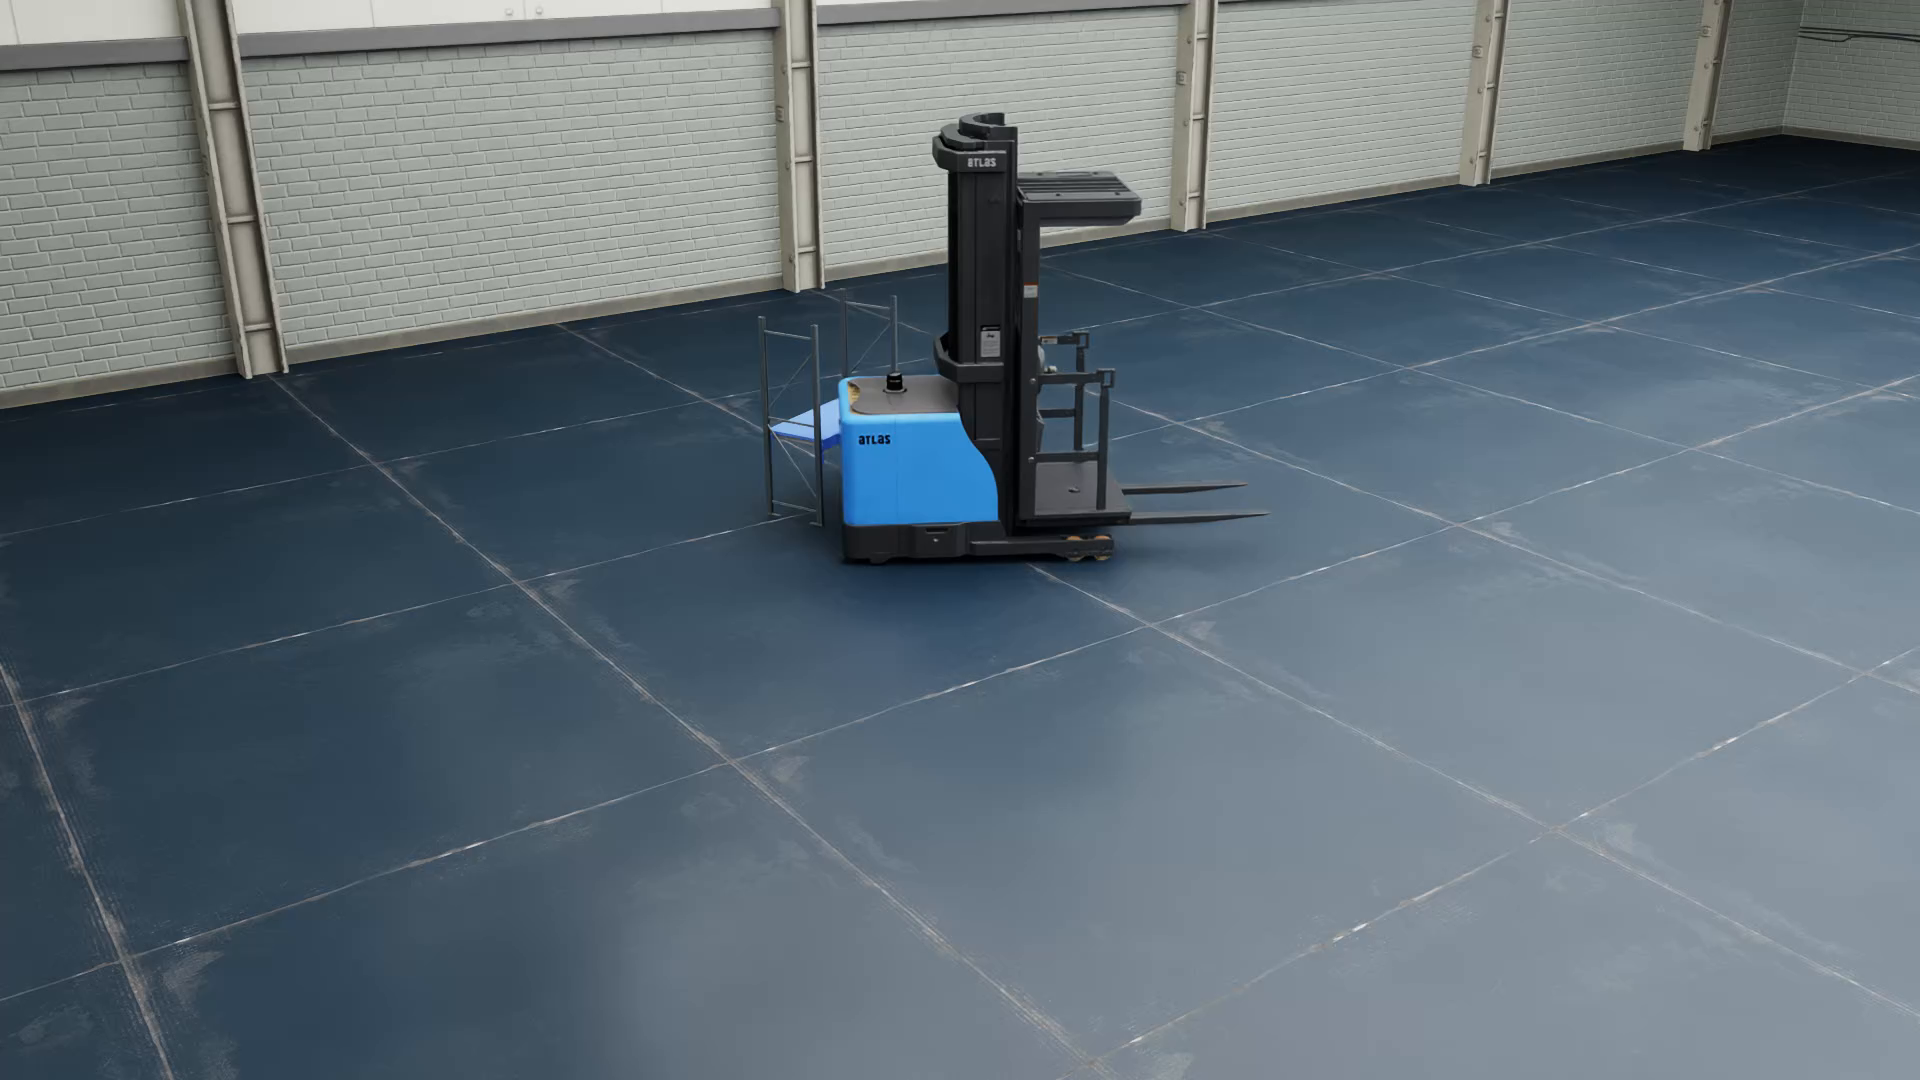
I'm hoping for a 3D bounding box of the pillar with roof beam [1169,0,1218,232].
[{"bbox_3d":[5.581,-7.093,17.529,0.400,9.000,9.100,-15,26,-33],"label":"pillar with roof beam"}]

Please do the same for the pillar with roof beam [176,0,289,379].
[{"bbox_3d":[-4.160,-4.495,11.020,0.400,9.000,9.100,-15,26,-33],"label":"pillar with roof beam"}]

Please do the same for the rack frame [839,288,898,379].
[{"bbox_3d":[-0.694,-1.169,12.803,0.500,1.500,0.032,12,25,28],"label":"rack frame"}]

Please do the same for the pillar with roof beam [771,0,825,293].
[{"bbox_3d":[0.711,-5.794,14.275,0.400,9.000,9.100,-15,26,-33],"label":"pillar with roof beam"}]

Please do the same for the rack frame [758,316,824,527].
[{"bbox_3d":[-1.215,-0.846,11.992,0.500,1.500,0.032,12,25,28],"label":"rack frame"}]

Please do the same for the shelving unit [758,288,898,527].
[{"bbox_3d":[-0.955,-1.007,12.398,0.538,1.500,1.048,12,25,28],"label":"shelving unit"}]

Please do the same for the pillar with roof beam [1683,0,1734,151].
[{"bbox_3d":[15.322,-9.690,24.038,0.400,9.000,9.100,-15,26,-33],"label":"pillar with roof beam"}]

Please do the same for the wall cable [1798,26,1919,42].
[{"bbox_3d":[15.972,-9.783,28.461,0.112,2.526,3.097,-15,26,-33],"label":"wall cable"}]

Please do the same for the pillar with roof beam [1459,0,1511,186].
[{"bbox_3d":[10.452,-8.391,20.784,0.400,9.000,9.100,-15,26,-33],"label":"pillar with roof beam"}]

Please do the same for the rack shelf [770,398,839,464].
[{"bbox_3d":[-0.955,-0.840,12.464,0.538,0.185,1.000,12,25,28],"label":"rack shelf"}]

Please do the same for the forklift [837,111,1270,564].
[{"bbox_3d":[0.659,-1.411,11.478,3.031,2.935,1.130,-2,22,-5],"label":"forklift"}]
